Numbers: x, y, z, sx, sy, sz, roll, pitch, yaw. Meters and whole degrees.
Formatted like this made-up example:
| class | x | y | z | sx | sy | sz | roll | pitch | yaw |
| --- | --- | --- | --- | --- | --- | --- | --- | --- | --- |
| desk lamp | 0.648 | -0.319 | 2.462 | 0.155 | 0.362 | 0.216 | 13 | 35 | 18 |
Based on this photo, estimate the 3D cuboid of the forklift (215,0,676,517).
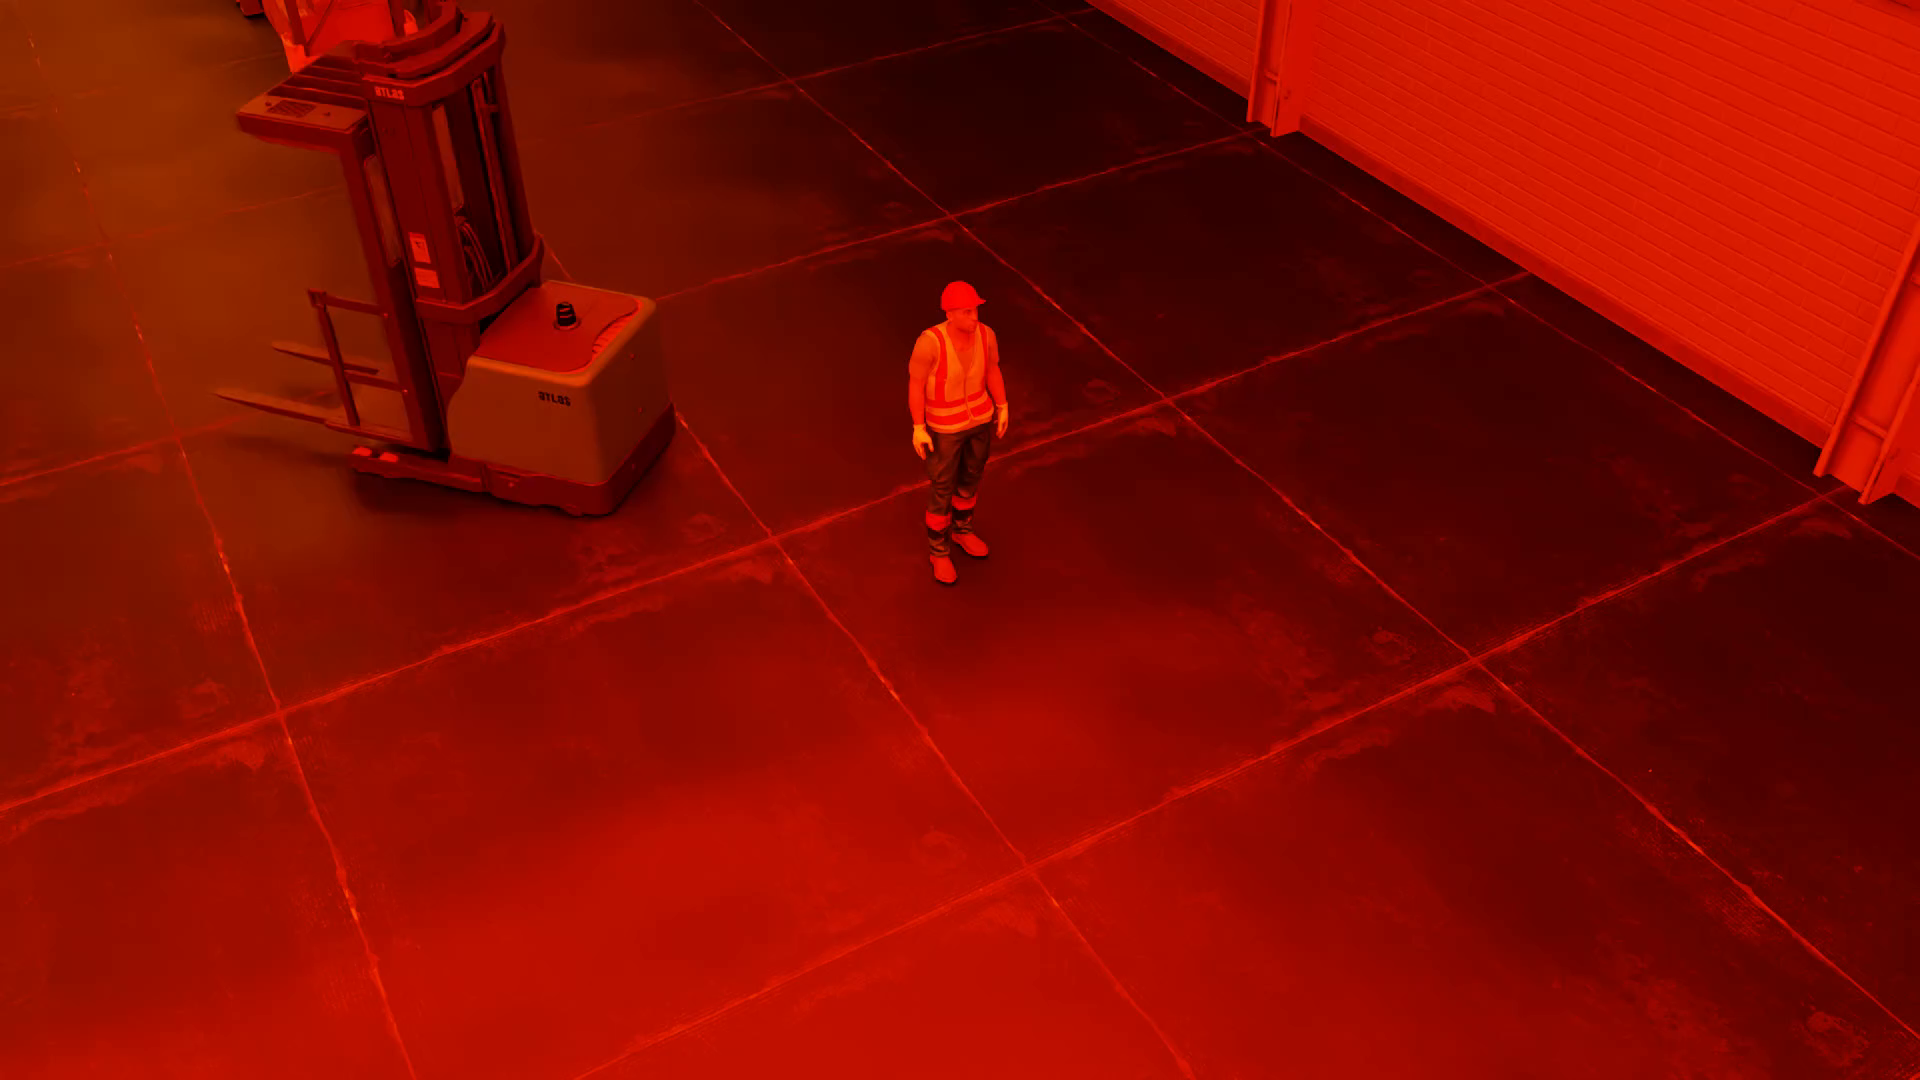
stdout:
| class | x | y | z | sx | sy | sz | roll | pitch | yaw |
| --- | --- | --- | --- | --- | --- | --- | --- | --- | --- |
| forklift | -3.469 | -1.835 | 10.249 | 3.031 | 2.935 | 1.130 | 12 | 41 | 14 |

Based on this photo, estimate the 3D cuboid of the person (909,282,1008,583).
| class | x | y | z | sx | sy | sz | roll | pitch | yaw |
| --- | --- | --- | --- | --- | --- | --- | --- | --- | --- |
| person | 0.029 | -0.645 | 9.698 | 0.633 | 1.789 | 0.562 | -20 | 44 | -23 |
